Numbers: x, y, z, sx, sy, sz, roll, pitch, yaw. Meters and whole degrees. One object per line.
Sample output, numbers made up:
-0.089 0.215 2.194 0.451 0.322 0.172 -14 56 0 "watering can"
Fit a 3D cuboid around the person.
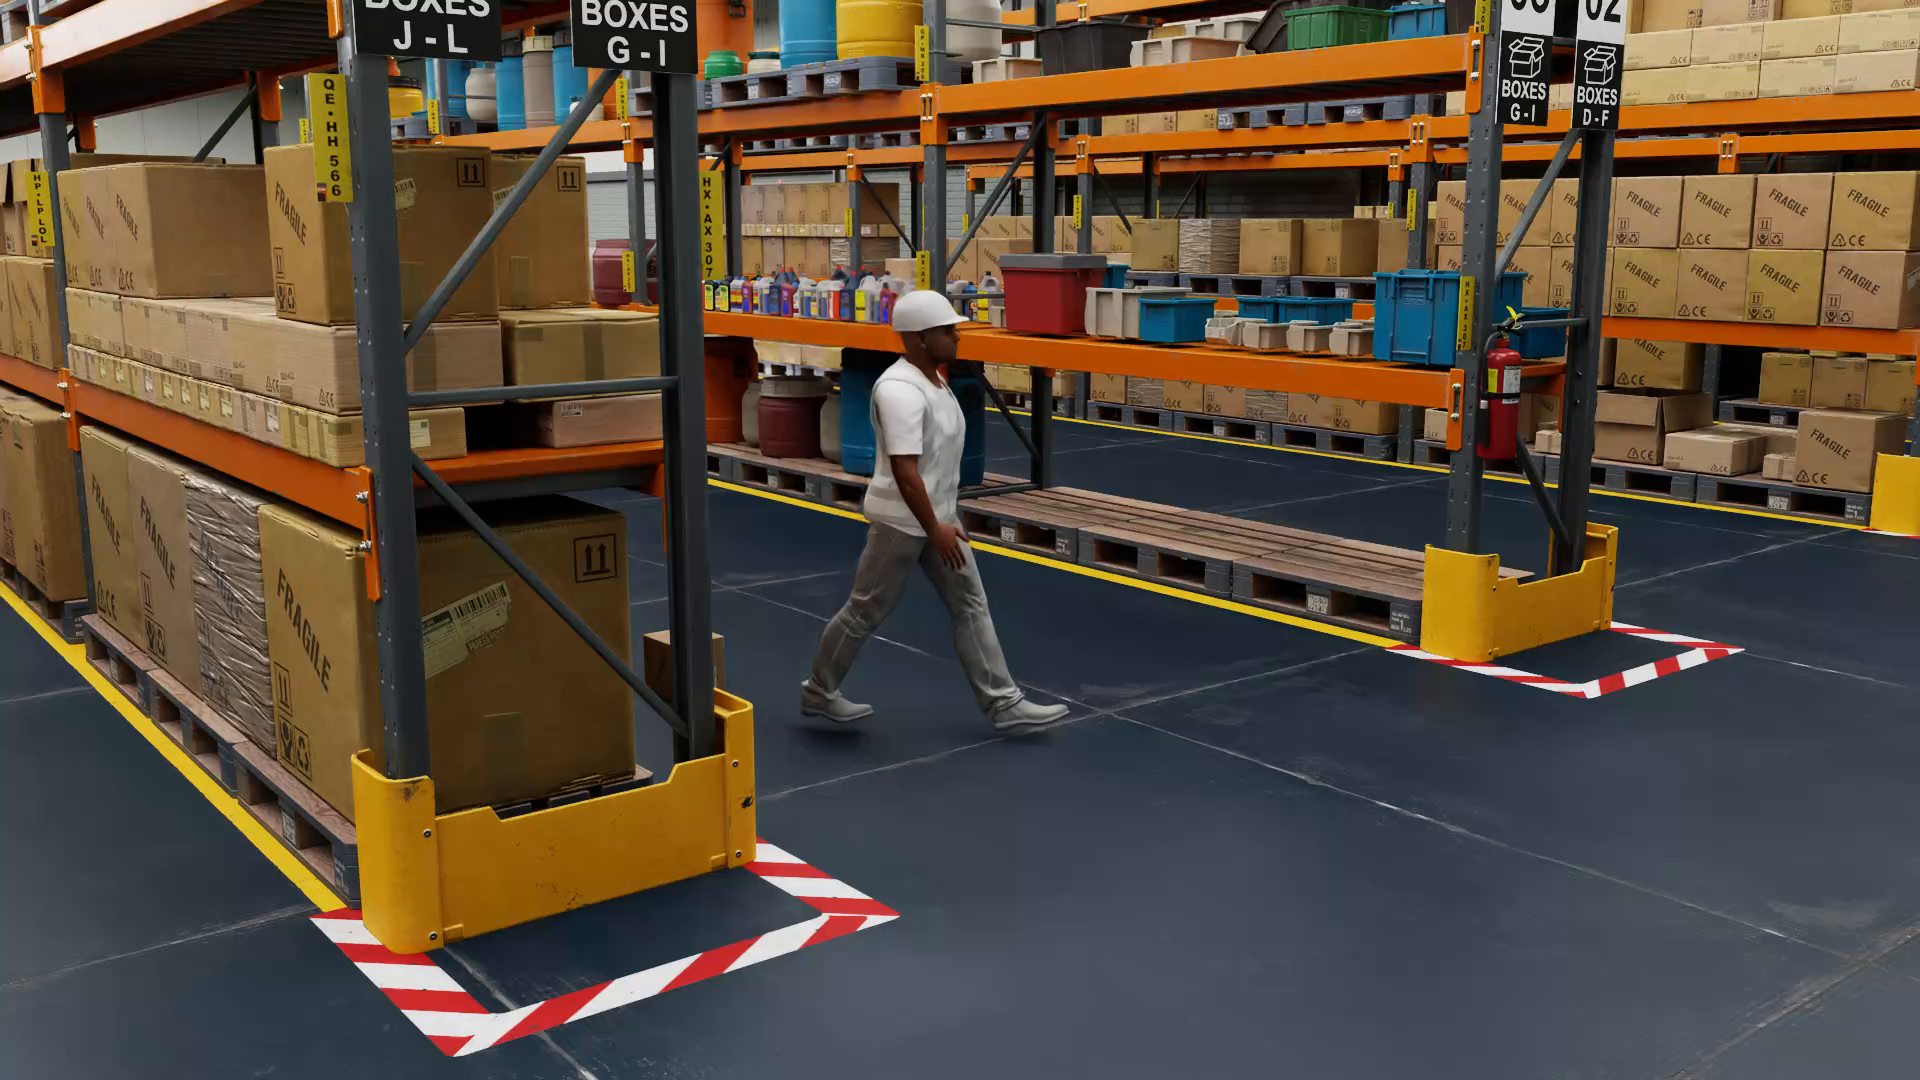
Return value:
-0.122 -0.093 6.354 1.070 1.704 0.564 4 11 19 "person"
